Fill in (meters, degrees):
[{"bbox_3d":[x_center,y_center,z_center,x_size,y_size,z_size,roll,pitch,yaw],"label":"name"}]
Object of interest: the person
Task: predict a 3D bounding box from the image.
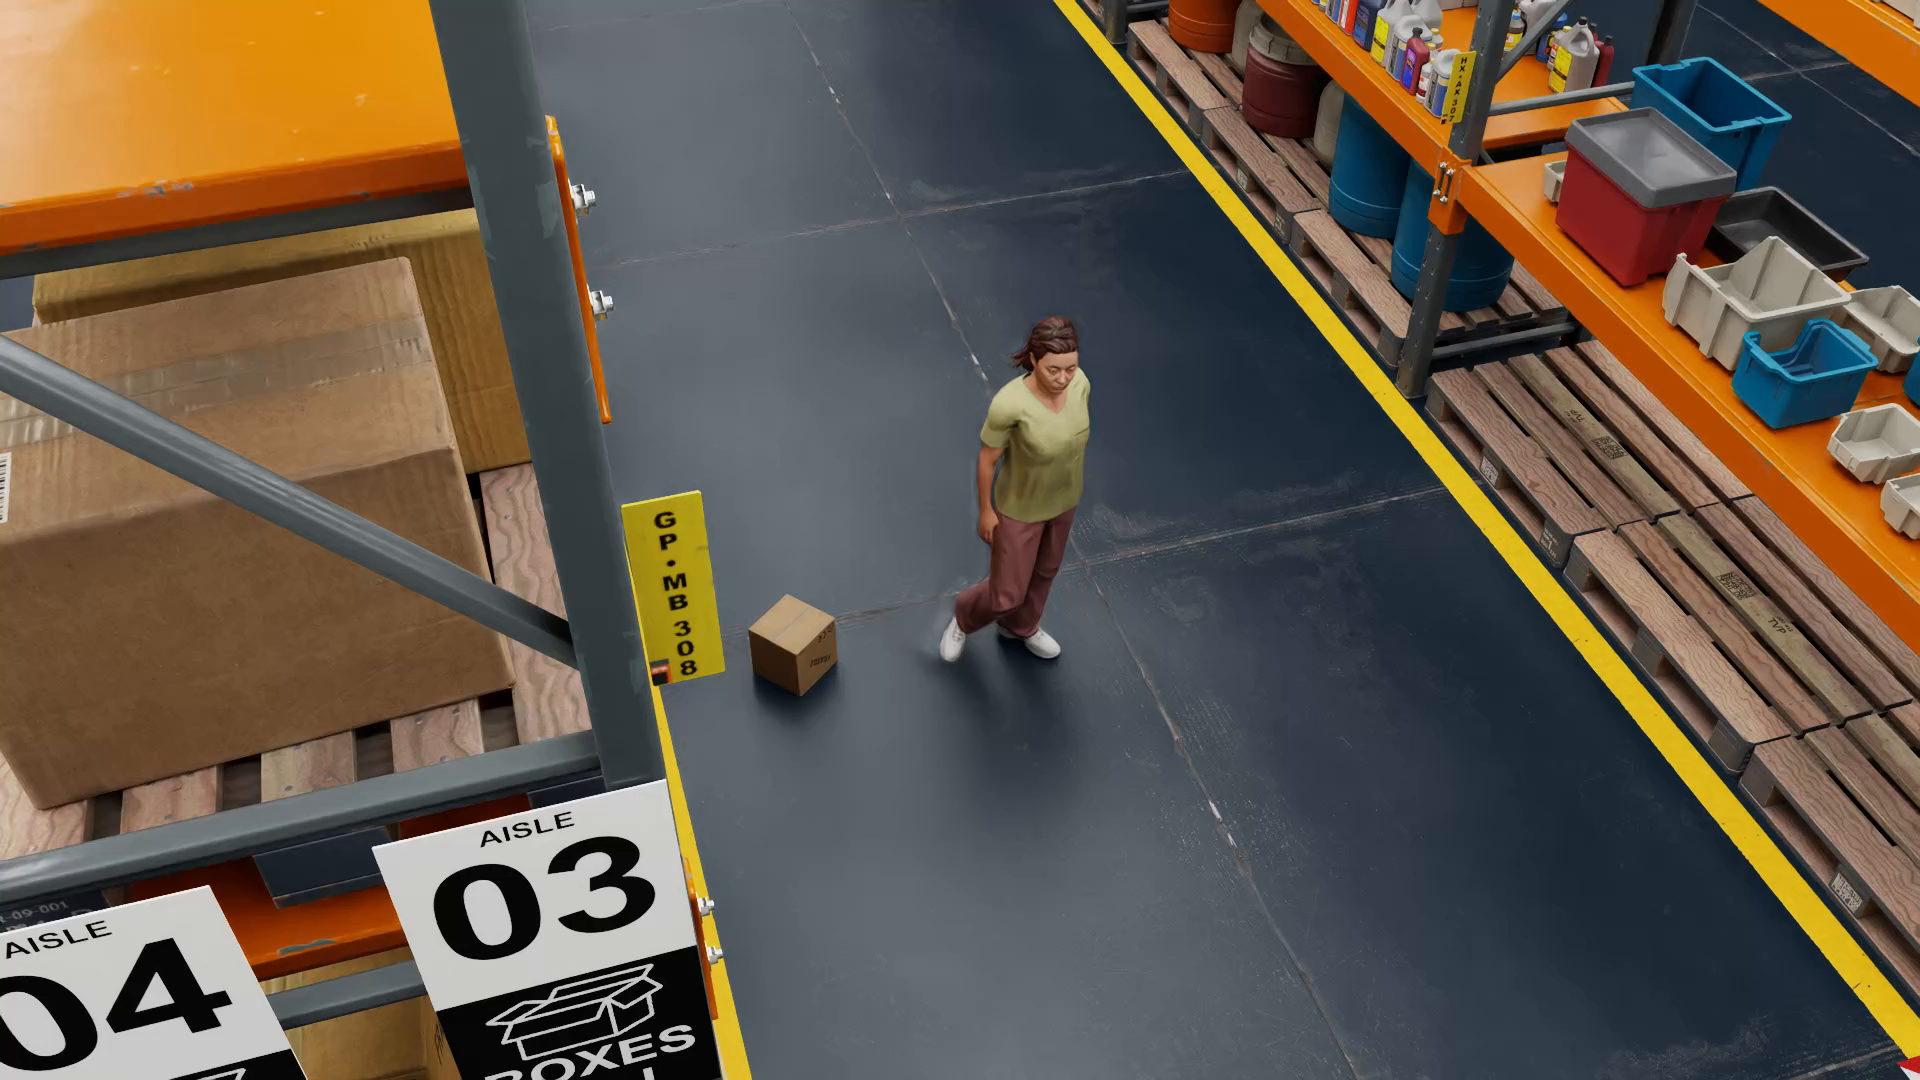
[{"bbox_3d":[0.208,-0.161,6.312,0.582,1.666,0.452,-25,48,-25],"label":"person"}]
